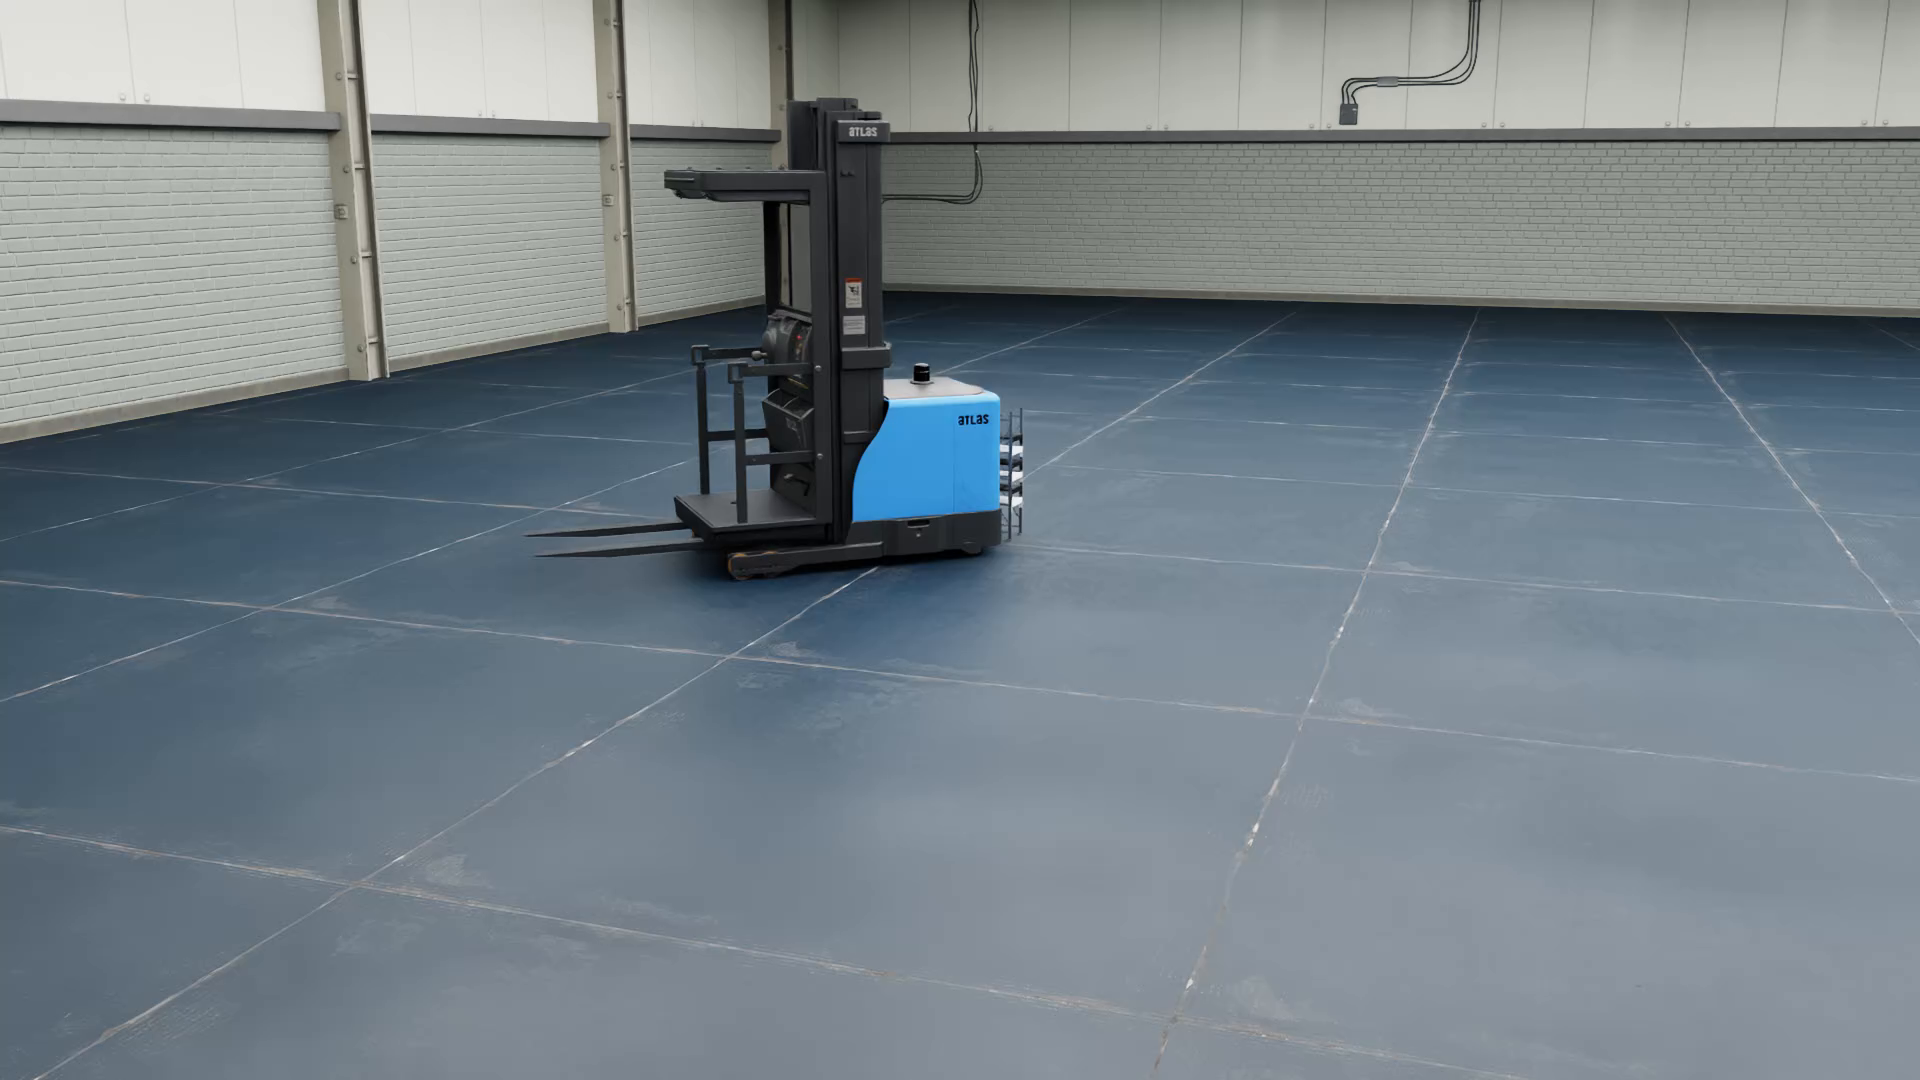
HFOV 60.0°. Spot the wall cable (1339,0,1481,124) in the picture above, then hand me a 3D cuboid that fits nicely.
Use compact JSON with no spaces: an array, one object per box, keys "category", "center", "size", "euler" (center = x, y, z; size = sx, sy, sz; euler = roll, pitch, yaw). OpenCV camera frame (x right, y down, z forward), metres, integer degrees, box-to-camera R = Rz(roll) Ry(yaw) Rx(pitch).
[{"category":"wall cable","center":[7.946,-10.358,29.003],"size":[2.305,6.003,0.169],"euler":[4,14,18]}]

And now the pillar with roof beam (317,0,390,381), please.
[{"category":"pillar with roof beam","center":[-3.045,-6.025,17.662],"size":[9.100,9.000,0.400],"euler":[4,14,18]}]

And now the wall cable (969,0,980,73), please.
[{"category":"wall cable","center":[1.528,-10.140,31.320],"size":[3.097,2.526,0.112],"euler":[4,14,18]}]

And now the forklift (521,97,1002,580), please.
[{"category":"forklift","center":[-1.292,-1.311,10.643],"size":[3.031,2.935,1.130],"euler":[-5,14,-21]}]

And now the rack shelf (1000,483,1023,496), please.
[{"category":"rack shelf","center":[0.282,-0.340,11.510],"size":[0.258,0.077,0.200],"euler":[5,14,22]}]

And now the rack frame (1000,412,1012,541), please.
[{"category":"rack frame","center":[0.243,-0.440,11.391],"size":[0.240,0.900,0.006],"euler":[5,14,22]}]

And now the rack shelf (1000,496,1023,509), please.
[{"category":"rack shelf","center":[0.282,-0.252,11.530],"size":[0.258,0.077,0.200],"euler":[5,14,22]}]

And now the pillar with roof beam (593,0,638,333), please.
[{"category":"pillar with roof beam","center":[-1.104,-7.288,23.197],"size":[9.100,9.000,0.400],"euler":[4,14,18]}]

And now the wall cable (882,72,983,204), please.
[{"category":"wall cable","center":[-1.032,-7.873,32.736],"size":[3.097,2.526,0.112],"euler":[4,14,18]}]

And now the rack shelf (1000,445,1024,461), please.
[{"category":"rack shelf","center":[0.282,-0.603,11.449],"size":[0.258,0.077,0.200],"euler":[5,14,22]}]

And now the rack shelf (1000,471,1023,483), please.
[{"category":"rack shelf","center":[0.282,-0.428,11.489],"size":[0.258,0.077,0.200],"euler":[5,14,22]}]

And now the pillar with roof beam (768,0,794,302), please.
[{"category":"pillar with roof beam","center":[0.837,-8.552,28.732],"size":[9.100,9.000,0.400],"euler":[4,14,18]}]

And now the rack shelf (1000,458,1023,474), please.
[{"category":"rack shelf","center":[0.282,-0.516,11.469],"size":[0.258,0.077,0.200],"euler":[5,14,22]}]

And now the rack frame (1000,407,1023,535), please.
[{"category":"rack frame","center":[0.322,-0.481,11.573],"size":[0.240,0.900,0.006],"euler":[5,14,22]}]

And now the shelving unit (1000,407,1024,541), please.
[{"category":"shelving unit","center":[0.282,-0.460,11.482],"size":[0.258,0.900,0.210],"euler":[5,14,22]}]

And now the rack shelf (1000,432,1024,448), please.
[{"category":"rack shelf","center":[0.282,-0.691,11.429],"size":[0.258,0.077,0.200],"euler":[5,14,22]}]
